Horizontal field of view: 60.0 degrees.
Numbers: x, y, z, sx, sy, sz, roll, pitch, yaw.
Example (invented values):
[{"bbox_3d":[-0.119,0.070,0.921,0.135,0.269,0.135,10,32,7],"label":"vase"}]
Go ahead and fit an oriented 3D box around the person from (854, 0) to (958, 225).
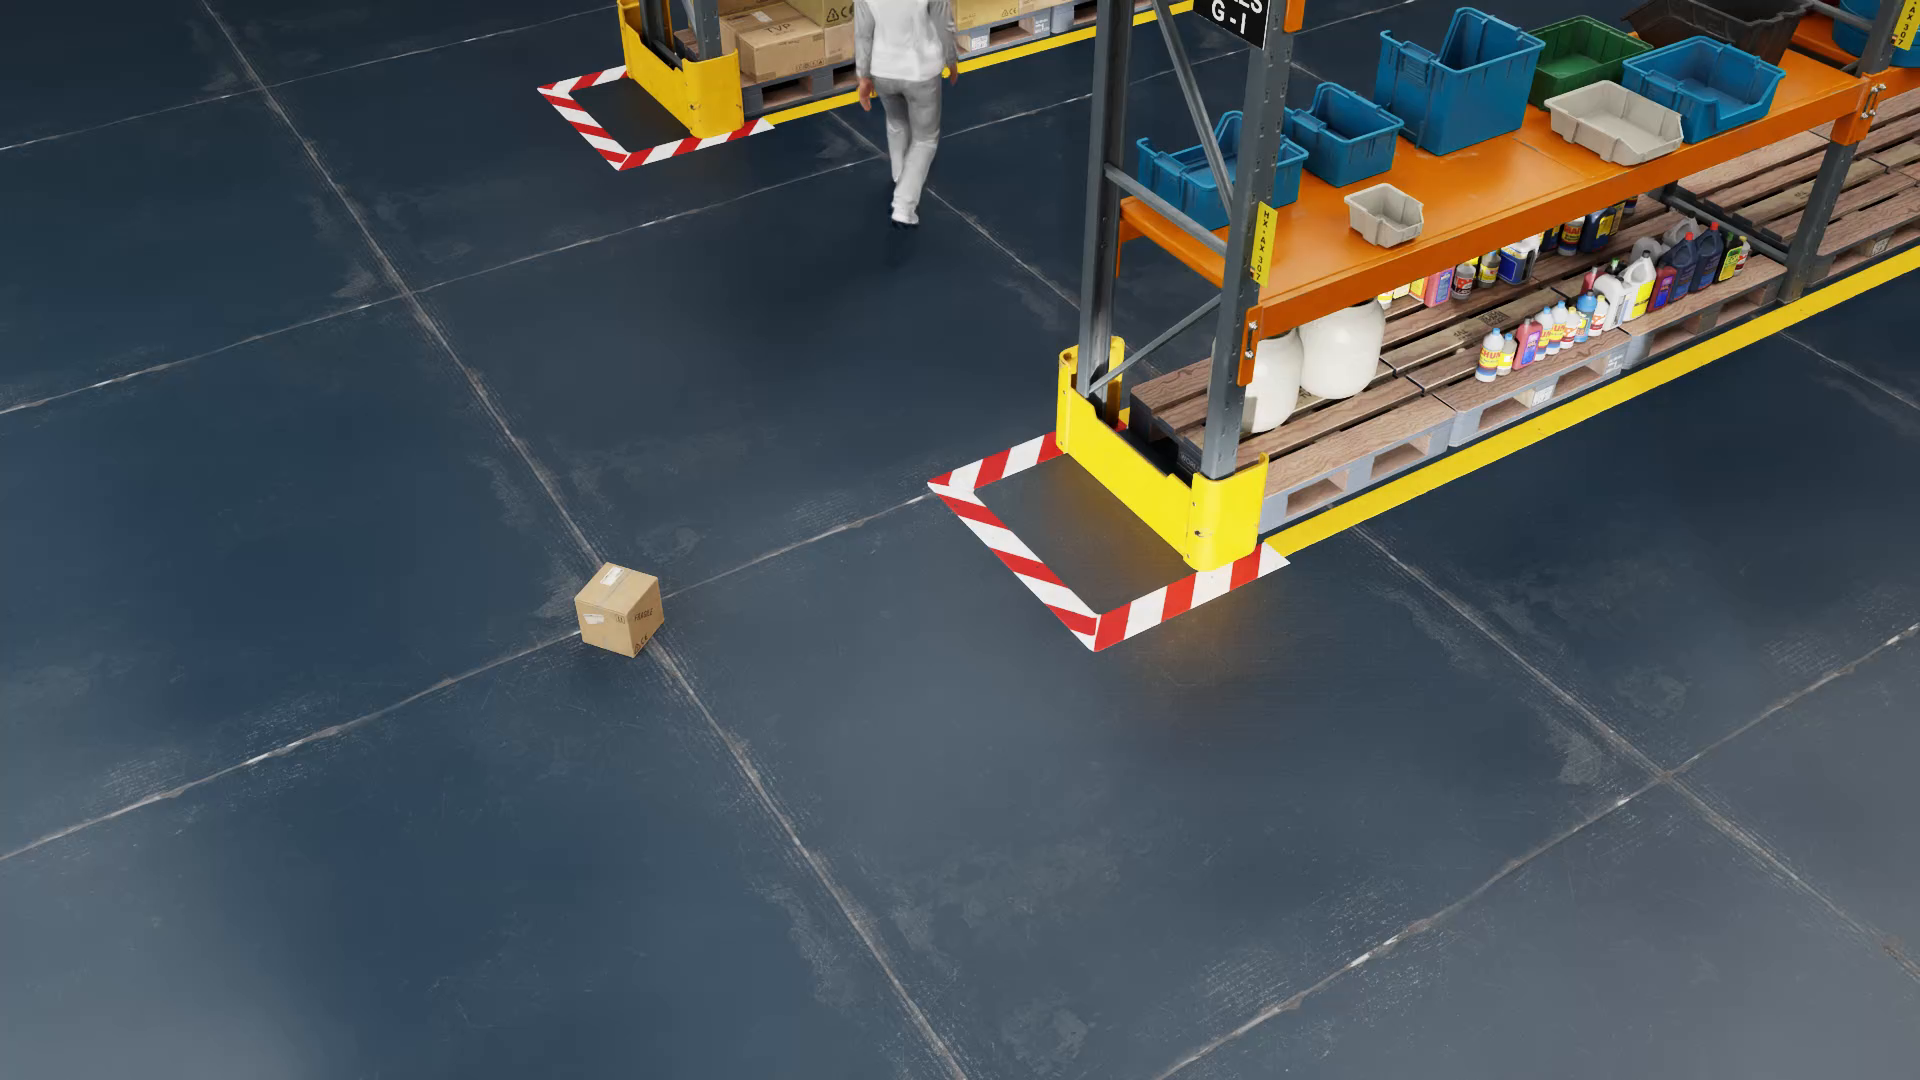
[{"bbox_3d":[-0.291,-2.601,9.184,0.544,1.739,0.949,9,41,10],"label":"person"}]
